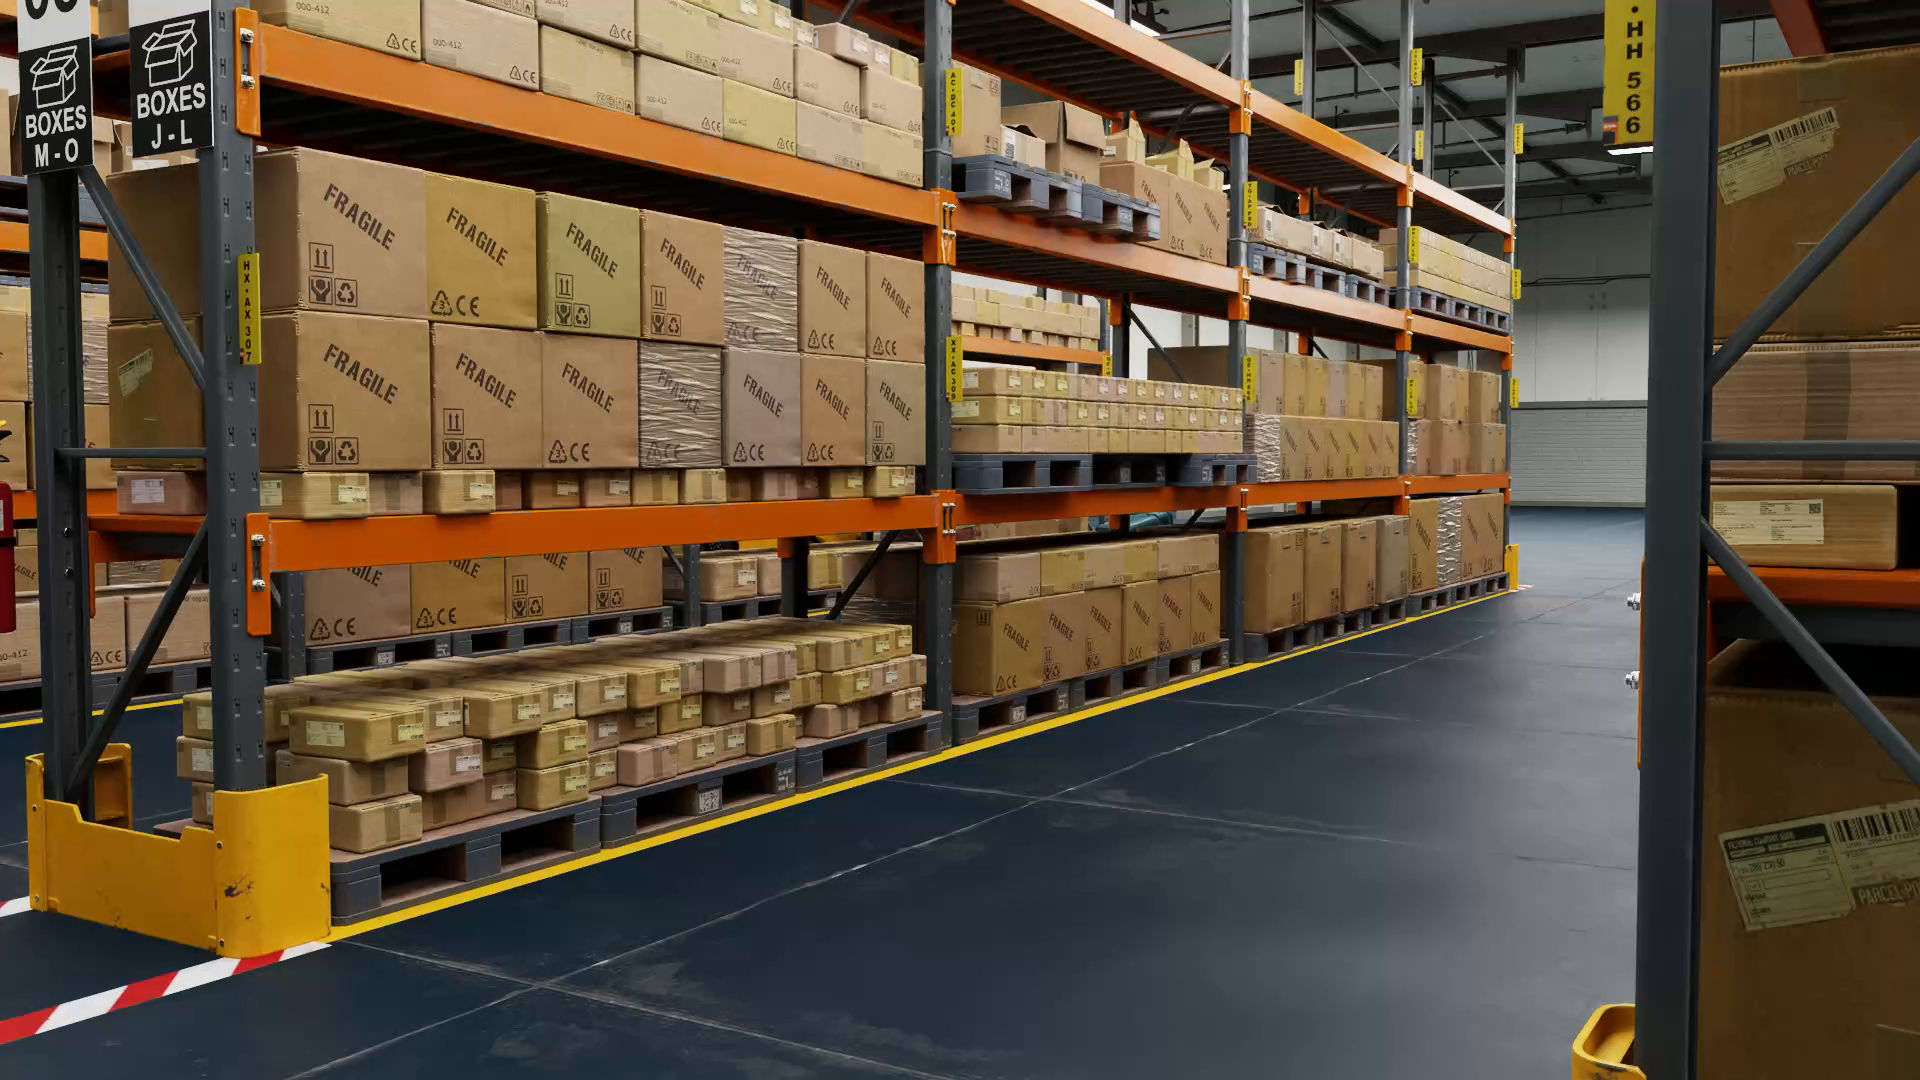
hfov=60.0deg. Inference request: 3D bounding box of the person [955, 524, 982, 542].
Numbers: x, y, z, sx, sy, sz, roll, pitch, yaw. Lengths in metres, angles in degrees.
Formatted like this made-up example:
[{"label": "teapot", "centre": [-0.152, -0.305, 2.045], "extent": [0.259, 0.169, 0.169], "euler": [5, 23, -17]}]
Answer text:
[{"label": "person", "centre": [-0.035, -0.088, 14.803], "extent": [0.521, 1.672, 0.355], "euler": [2, 3, 28]}]
